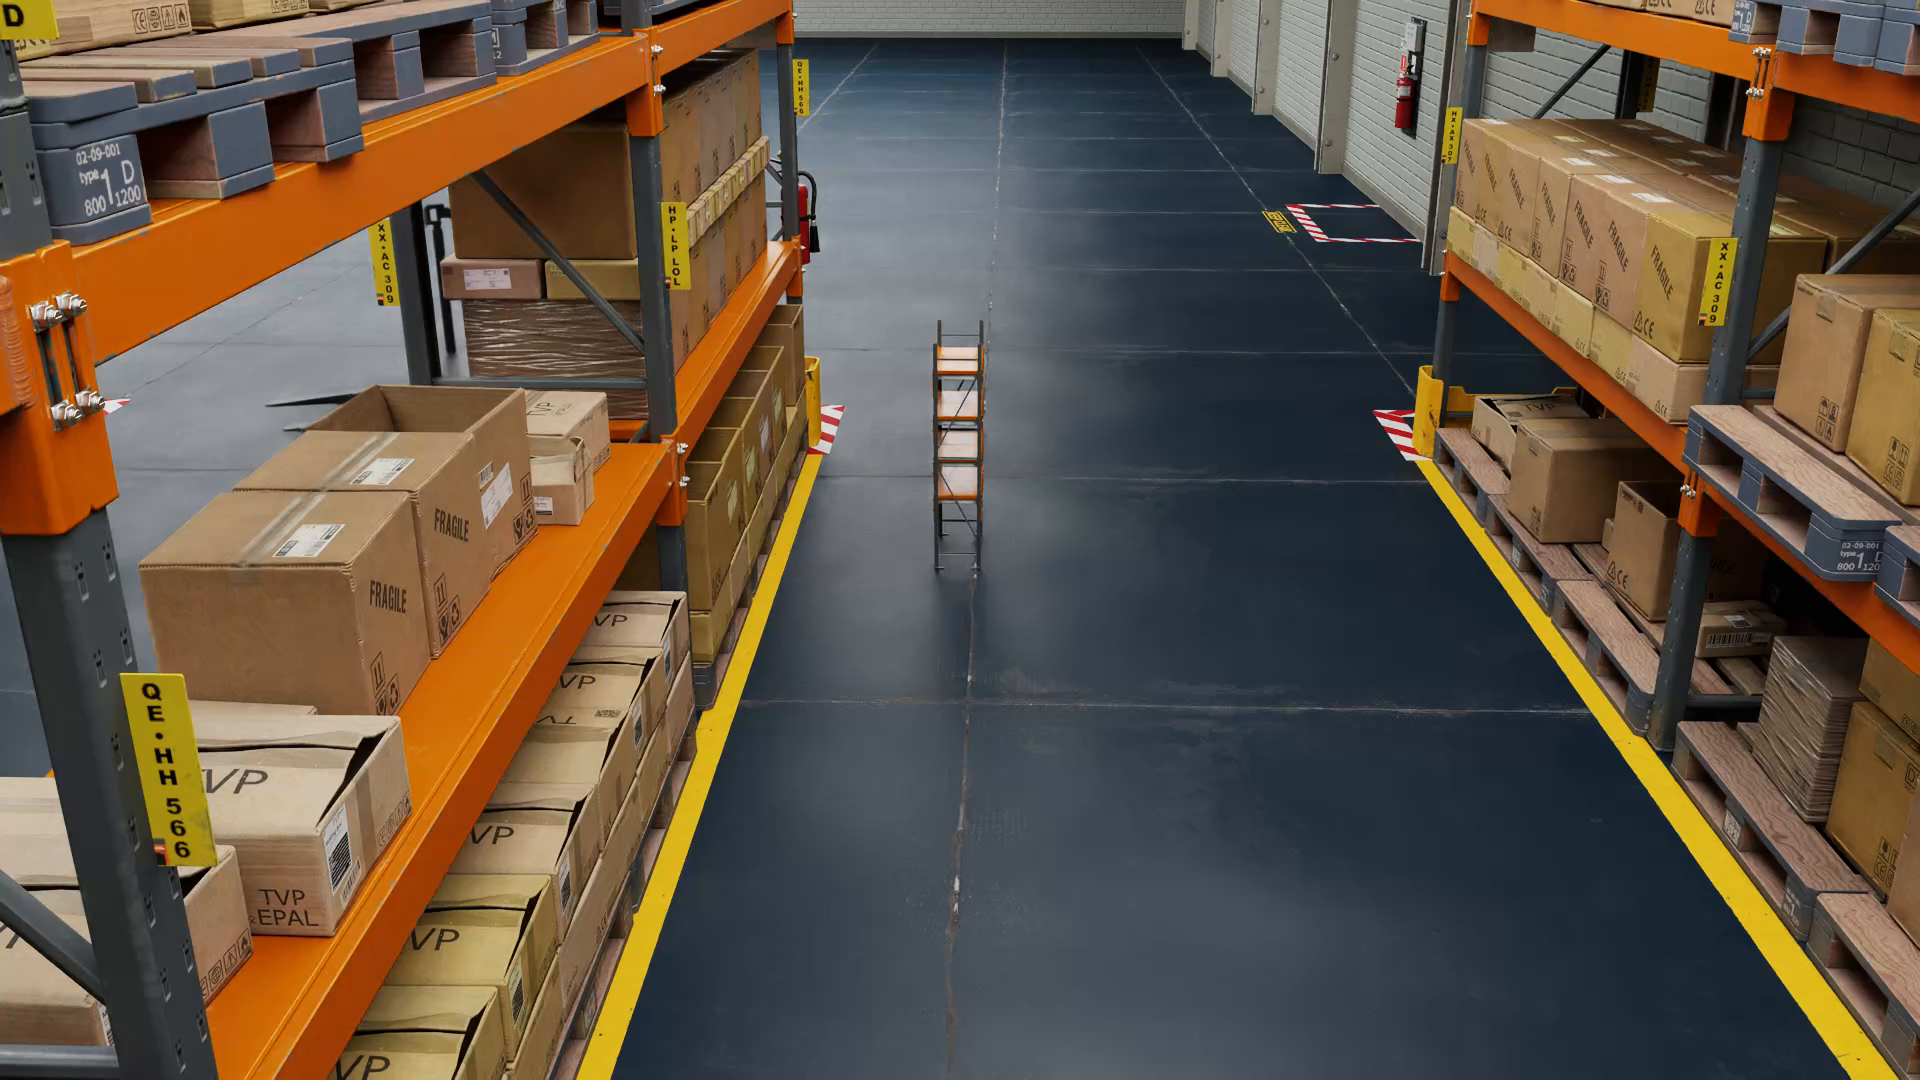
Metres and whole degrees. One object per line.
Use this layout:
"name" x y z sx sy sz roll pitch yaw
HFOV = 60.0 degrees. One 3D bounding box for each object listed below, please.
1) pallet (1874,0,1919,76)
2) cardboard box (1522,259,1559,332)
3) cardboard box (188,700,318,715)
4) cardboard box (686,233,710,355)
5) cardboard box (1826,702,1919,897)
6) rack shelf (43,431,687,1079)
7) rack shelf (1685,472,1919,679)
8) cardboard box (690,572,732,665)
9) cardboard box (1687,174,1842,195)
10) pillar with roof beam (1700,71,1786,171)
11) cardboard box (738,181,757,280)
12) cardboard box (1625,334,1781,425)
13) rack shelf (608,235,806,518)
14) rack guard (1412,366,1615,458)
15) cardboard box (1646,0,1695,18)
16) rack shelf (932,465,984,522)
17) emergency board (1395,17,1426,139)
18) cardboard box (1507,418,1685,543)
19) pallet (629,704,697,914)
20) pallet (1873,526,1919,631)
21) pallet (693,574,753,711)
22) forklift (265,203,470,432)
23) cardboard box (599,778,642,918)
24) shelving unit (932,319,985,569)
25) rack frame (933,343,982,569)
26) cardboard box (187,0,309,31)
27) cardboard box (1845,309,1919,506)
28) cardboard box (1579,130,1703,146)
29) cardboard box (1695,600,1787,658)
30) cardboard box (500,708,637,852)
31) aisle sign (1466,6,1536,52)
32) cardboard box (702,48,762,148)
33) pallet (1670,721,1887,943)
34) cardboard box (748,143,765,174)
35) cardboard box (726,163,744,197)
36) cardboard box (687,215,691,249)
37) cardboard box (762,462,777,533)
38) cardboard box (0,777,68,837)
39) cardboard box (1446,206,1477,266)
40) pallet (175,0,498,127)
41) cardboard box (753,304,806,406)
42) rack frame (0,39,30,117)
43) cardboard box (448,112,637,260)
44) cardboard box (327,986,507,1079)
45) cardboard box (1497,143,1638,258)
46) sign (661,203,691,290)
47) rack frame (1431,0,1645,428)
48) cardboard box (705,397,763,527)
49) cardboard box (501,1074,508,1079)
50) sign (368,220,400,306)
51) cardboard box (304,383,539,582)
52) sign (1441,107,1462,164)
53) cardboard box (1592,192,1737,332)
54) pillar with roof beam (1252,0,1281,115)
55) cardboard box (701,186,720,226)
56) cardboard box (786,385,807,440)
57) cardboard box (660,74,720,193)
"pallet" 3.189 -1.258 4.238 1.213 0.211 1.003 1 21 2
"cardboard box" 3.092 -1.203 8.161 0.500 0.250 0.500 1 21 2
"cardboard box" -1.748 0.504 3.931 0.380 0.149 0.250 2 21 6
"cardboard box" -1.573 -1.177 7.777 0.700 0.500 0.500 1 21 2
"cardboard box" 3.372 0.869 5.489 0.700 0.500 0.500 0 21 1
"rack shelf" -1.669 0.461 4.689 1.077 0.370 4.000 1 21 2
"rack shelf" 3.282 0.514 4.552 1.077 0.370 4.000 1 21 2
"cardboard box" -1.291 0.324 7.268 0.500 0.250 0.500 1 21 2
"cardboard box" 3.606 -1.368 7.552 0.500 0.500 0.500 1 21 3
"pillar with roof beam" 0.005 -4.572 8.373 9.100 9.000 0.400 1 21 2
"cardboard box" -1.525 -1.732 9.208 0.700 0.500 0.500 1 21 3
"cardboard box" 3.054 -0.659 6.759 0.500 0.250 0.500 1 21 2
"rack shelf" -1.548 -0.985 8.417 1.077 0.370 4.000 1 21 2
"rack guard" 3.462 -0.798 10.394 1.175 0.500 0.348 1 21 2
"cardboard box" 3.139 -2.367 6.670 0.500 0.500 0.500 -1 21 -3
"rack shelf" -0.005 -0.252 8.754 0.258 0.148 0.480 1 21 2
"emergency board" 4.604 -4.791 17.229 0.194 1.169 0.643 1 21 2
"cardboard box" 3.264 -0.311 8.530 0.700 0.500 0.500 -1 21 -2
"pallet" -1.592 0.969 6.239 1.003 0.211 1.213 1 21 2
"pallet" 3.241 0.275 4.439 1.003 0.211 1.213 1 21 2
"pallet" -1.542 0.415 7.667 1.003 0.211 1.213 1 21 2
"forklift" -2.988 -2.208 10.667 3.031 2.935 1.130 -12 24 -28
"cardboard box" -1.364 1.009 5.501 0.500 0.250 0.500 1 21 3
"shelving unit" -0.005 -0.500 8.658 0.258 1.200 0.503 1 21 2
"rack frame" -0.012 -0.411 8.430 0.240 1.200 0.015 1 21 2
"cardboard box" -1.746 -1.237 3.550 0.500 0.250 0.500 0 21 1
"cardboard box" 3.269 -0.411 5.194 0.700 0.500 0.500 3 21 7
"cardboard box" 3.638 -1.925 8.987 0.500 0.500 0.500 1 21 2
"cardboard box" 3.329 0.377 7.218 0.380 0.166 0.250 -2 21 -5
"cardboard box" -1.361 0.745 5.407 0.500 0.311 0.500 1 21 1
"aisle sign" 3.167 -3.232 9.618 0.394 0.787 0.004 1 21 2
"cardboard box" -1.515 -2.508 9.413 0.700 0.500 0.500 1 21 2
"pallet" 3.321 1.037 6.065 1.003 0.211 1.213 1 21 2
"cardboard box" -1.315 -2.158 9.409 0.380 0.149 0.250 1 21 3
"cardboard box" -1.340 -1.880 8.692 0.380 0.149 0.250 1 21 3
"cardboard box" -1.387 -1.321 7.251 0.380 0.149 0.250 0 21 1
"cardboard box" -1.241 -0.218 8.665 0.500 0.250 0.500 1 21 2
"cardboard box" -1.979 0.637 3.587 0.380 0.149 0.250 1 21 2
"cardboard box" 3.132 -1.757 9.591 0.500 0.250 0.500 0 21 0
"pallet" -1.768 -1.113 3.864 1.003 0.211 1.213 2 21 4
"cardboard box" -1.206 -1.110 9.928 0.500 0.500 0.500 1 21 2
"rack frame" -1.730 -1.948 1.610 1.000 3.000 0.127 1 21 2
"cardboard box" -1.601 -1.410 6.584 0.700 0.500 0.500 1 21 2
"cardboard box" -1.413 1.297 3.985 0.500 0.311 0.500 0 21 0
"cardboard box" 3.103 -1.745 8.523 0.500 0.500 0.500 0 21 0
"sign" -1.066 -1.098 6.221 0.100 0.325 0.005 1 21 2
"rack frame" 3.465 -1.991 10.013 1.000 3.000 0.127 1 21 2
"cardboard box" -1.251 -0.387 8.064 0.500 0.500 0.500 1 21 2
"cardboard box" -1.406 1.567 4.065 0.500 0.250 0.500 0 21 0
"sign" -2.163 -1.044 6.266 0.100 0.325 0.005 1 21 2
"cardboard box" -1.664 -0.176 5.199 0.500 0.500 0.500 2 21 6
"sign" 2.922 -2.400 9.872 0.100 0.325 0.005 1 21 2
"cardboard box" 3.058 -1.188 7.088 0.500 0.500 0.500 1 21 1
"pillar with roof beam" 0.552 -11.081 25.146 9.100 9.000 0.400 1 21 2
"cardboard box" -1.363 -1.602 7.976 0.380 0.149 0.250 0 21 1
"cardboard box" -1.208 -0.761 10.063 0.500 0.250 0.500 1 21 2
"cardboard box" -1.556 -1.954 7.987 0.700 0.500 0.500 1 21 2
